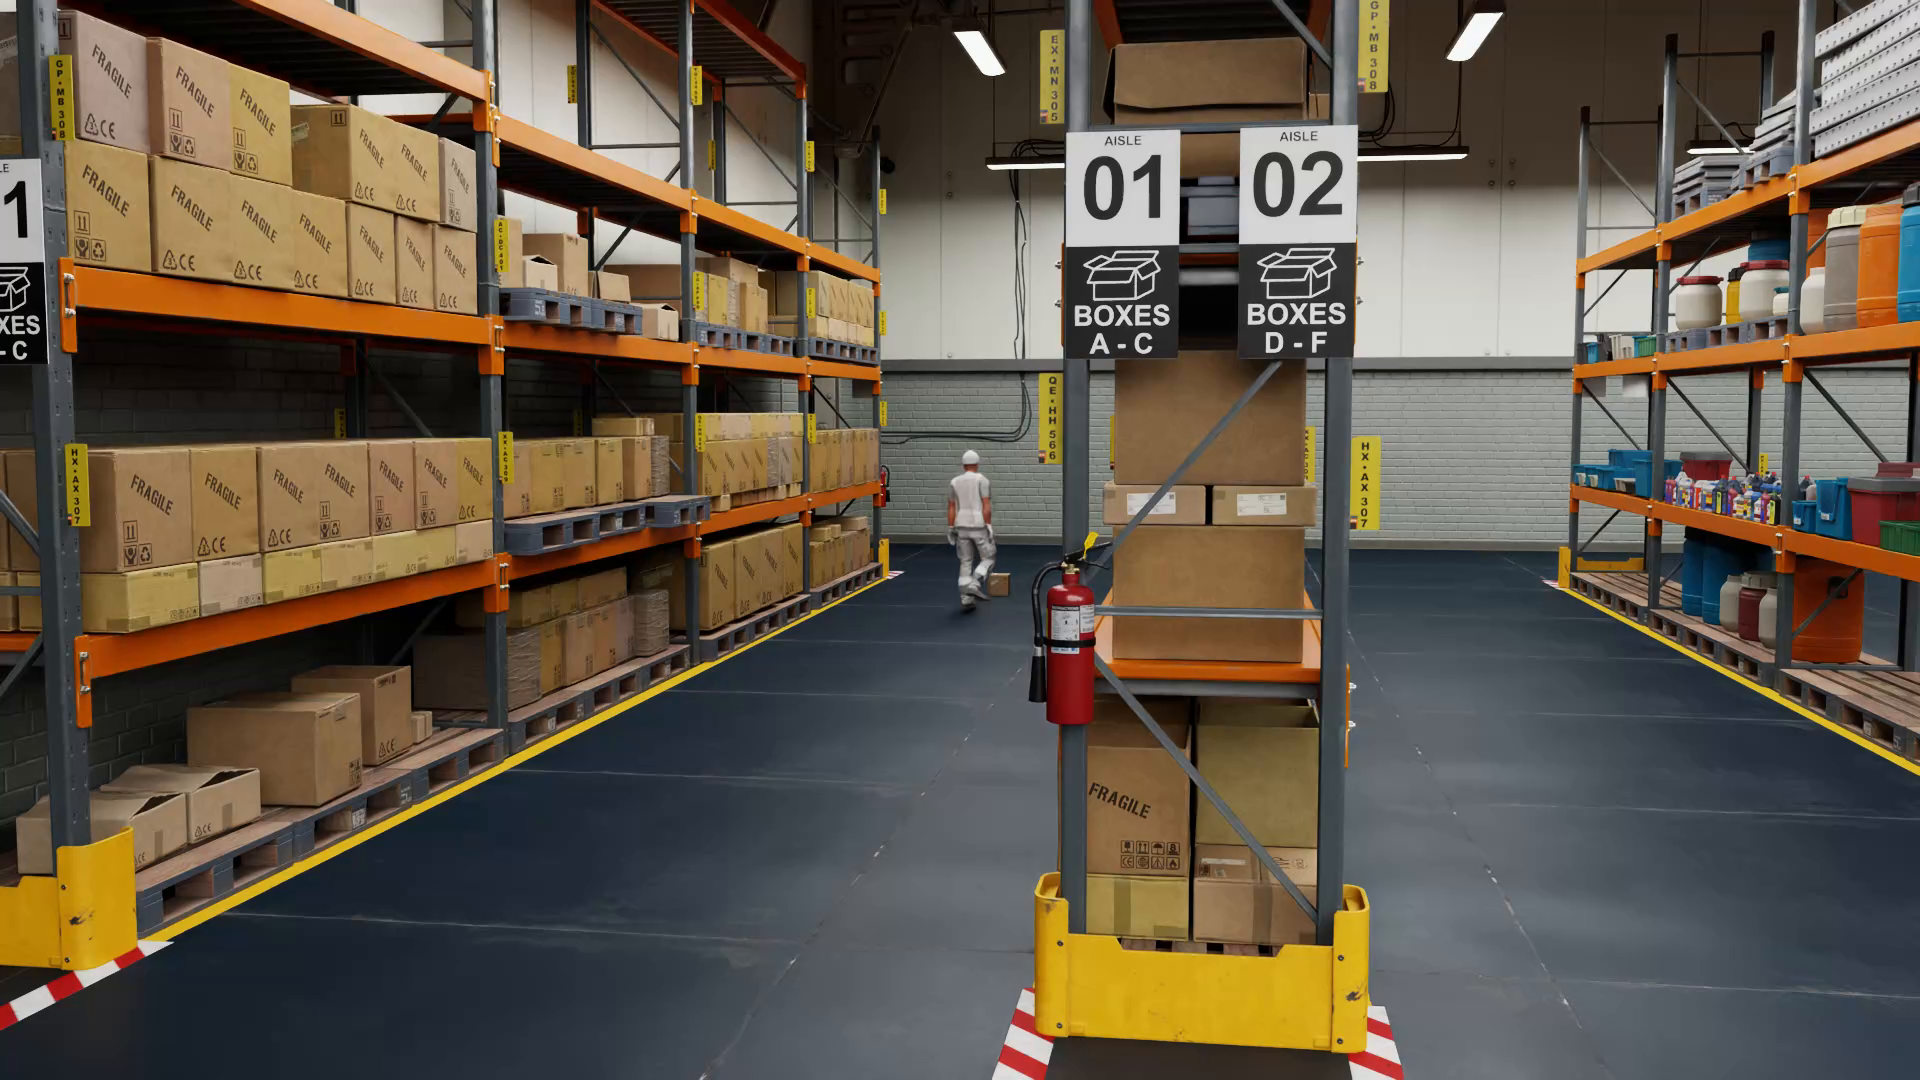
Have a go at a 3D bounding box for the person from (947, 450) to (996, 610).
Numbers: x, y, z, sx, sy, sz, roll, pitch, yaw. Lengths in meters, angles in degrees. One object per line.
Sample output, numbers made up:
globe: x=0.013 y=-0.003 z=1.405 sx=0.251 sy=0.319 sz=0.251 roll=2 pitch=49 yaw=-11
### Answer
person: x=0.119 y=-0.113 z=18.672 sx=0.587 sy=1.780 sz=0.538 roll=2 pitch=5 yaw=25
